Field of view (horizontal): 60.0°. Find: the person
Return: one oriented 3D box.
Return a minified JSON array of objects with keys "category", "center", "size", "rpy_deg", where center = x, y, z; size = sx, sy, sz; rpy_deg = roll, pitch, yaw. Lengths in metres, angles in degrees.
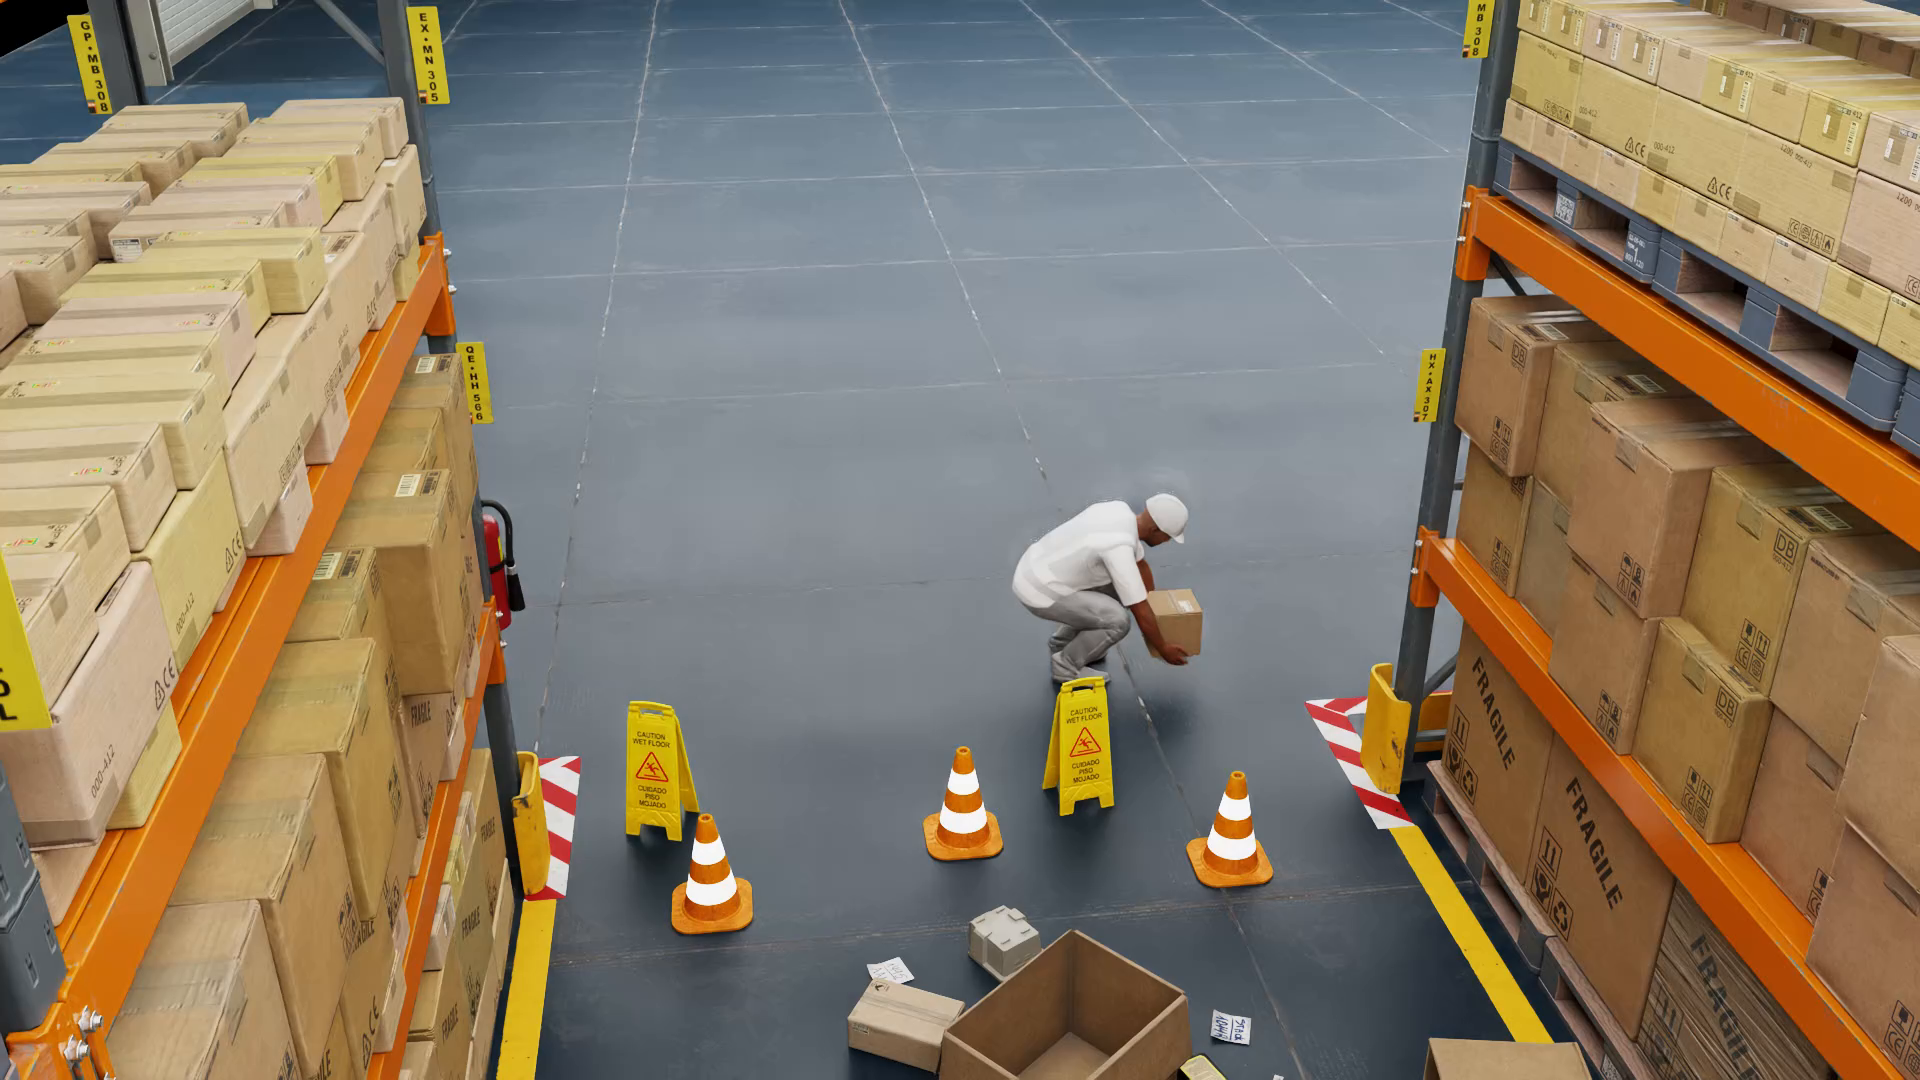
[{"category":"person","center":[0.740,0.216,8.501],"size":[0.926,1.015,0.578],"rpy_deg":[5,27,9]}]
